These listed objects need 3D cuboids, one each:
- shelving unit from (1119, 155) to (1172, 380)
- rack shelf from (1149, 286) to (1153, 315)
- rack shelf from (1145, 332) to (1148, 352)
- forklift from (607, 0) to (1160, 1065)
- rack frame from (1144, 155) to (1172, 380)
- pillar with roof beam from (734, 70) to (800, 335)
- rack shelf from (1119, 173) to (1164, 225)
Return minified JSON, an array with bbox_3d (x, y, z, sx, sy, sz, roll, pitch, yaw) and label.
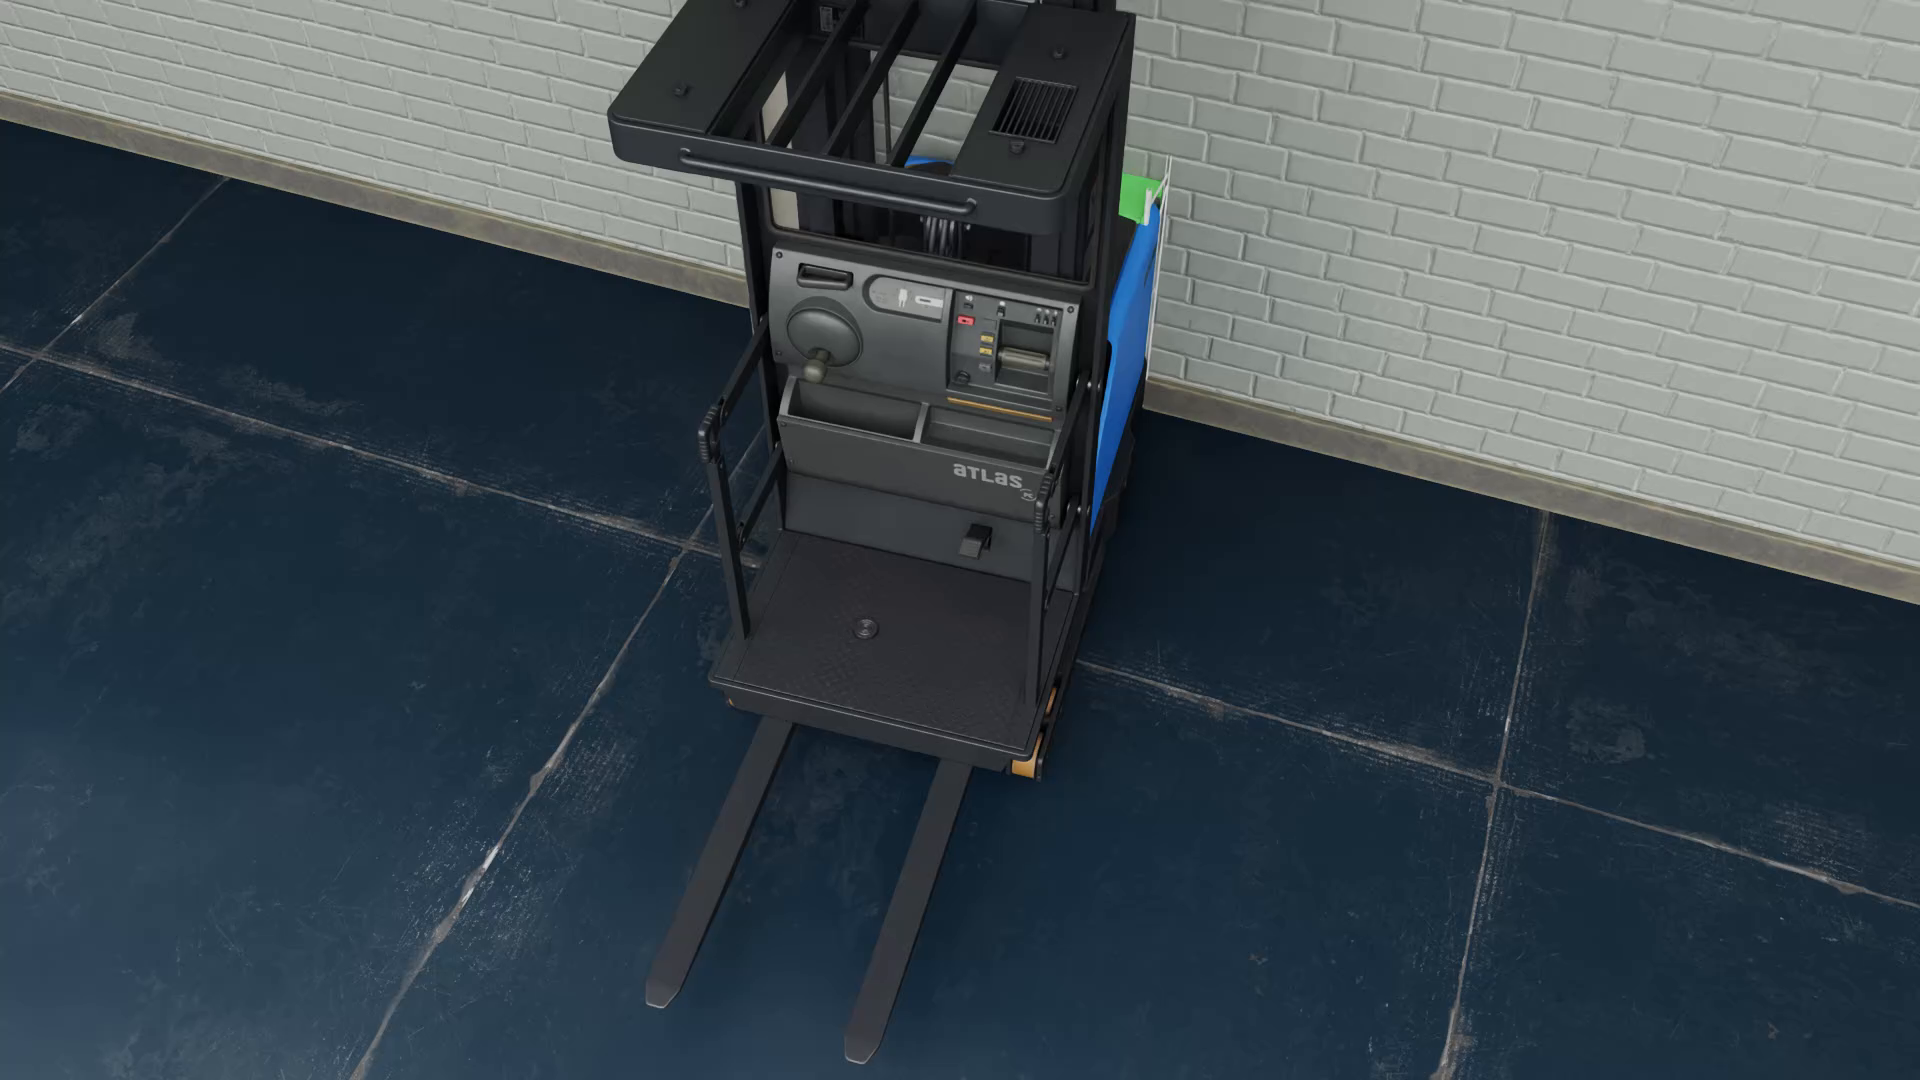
[{"bbox_3d":[0.468,-0.946,6.261,0.503,1.200,0.258,18,51,15],"label":"shelving unit"},{"bbox_3d":[0.468,-0.904,6.308,0.480,0.148,0.258,18,51,15],"label":"rack shelf"},{"bbox_3d":[0.468,-0.744,6.487,0.480,0.148,0.258,18,51,15],"label":"rack shelf"},{"bbox_3d":[-0.172,-0.507,4.749,1.130,2.935,3.031,12,50,10],"label":"forklift"},{"bbox_3d":[0.691,-0.874,6.196,0.015,1.200,0.240,18,51,15],"label":"rack frame"},{"bbox_3d":[-2.104,-0.710,0.910,0.400,9.000,9.100,16,51,13],"label":"pillar with roof beam"},{"bbox_3d":[0.467,-1.223,5.950,0.480,0.148,0.258,18,51,15],"label":"rack shelf"}]
